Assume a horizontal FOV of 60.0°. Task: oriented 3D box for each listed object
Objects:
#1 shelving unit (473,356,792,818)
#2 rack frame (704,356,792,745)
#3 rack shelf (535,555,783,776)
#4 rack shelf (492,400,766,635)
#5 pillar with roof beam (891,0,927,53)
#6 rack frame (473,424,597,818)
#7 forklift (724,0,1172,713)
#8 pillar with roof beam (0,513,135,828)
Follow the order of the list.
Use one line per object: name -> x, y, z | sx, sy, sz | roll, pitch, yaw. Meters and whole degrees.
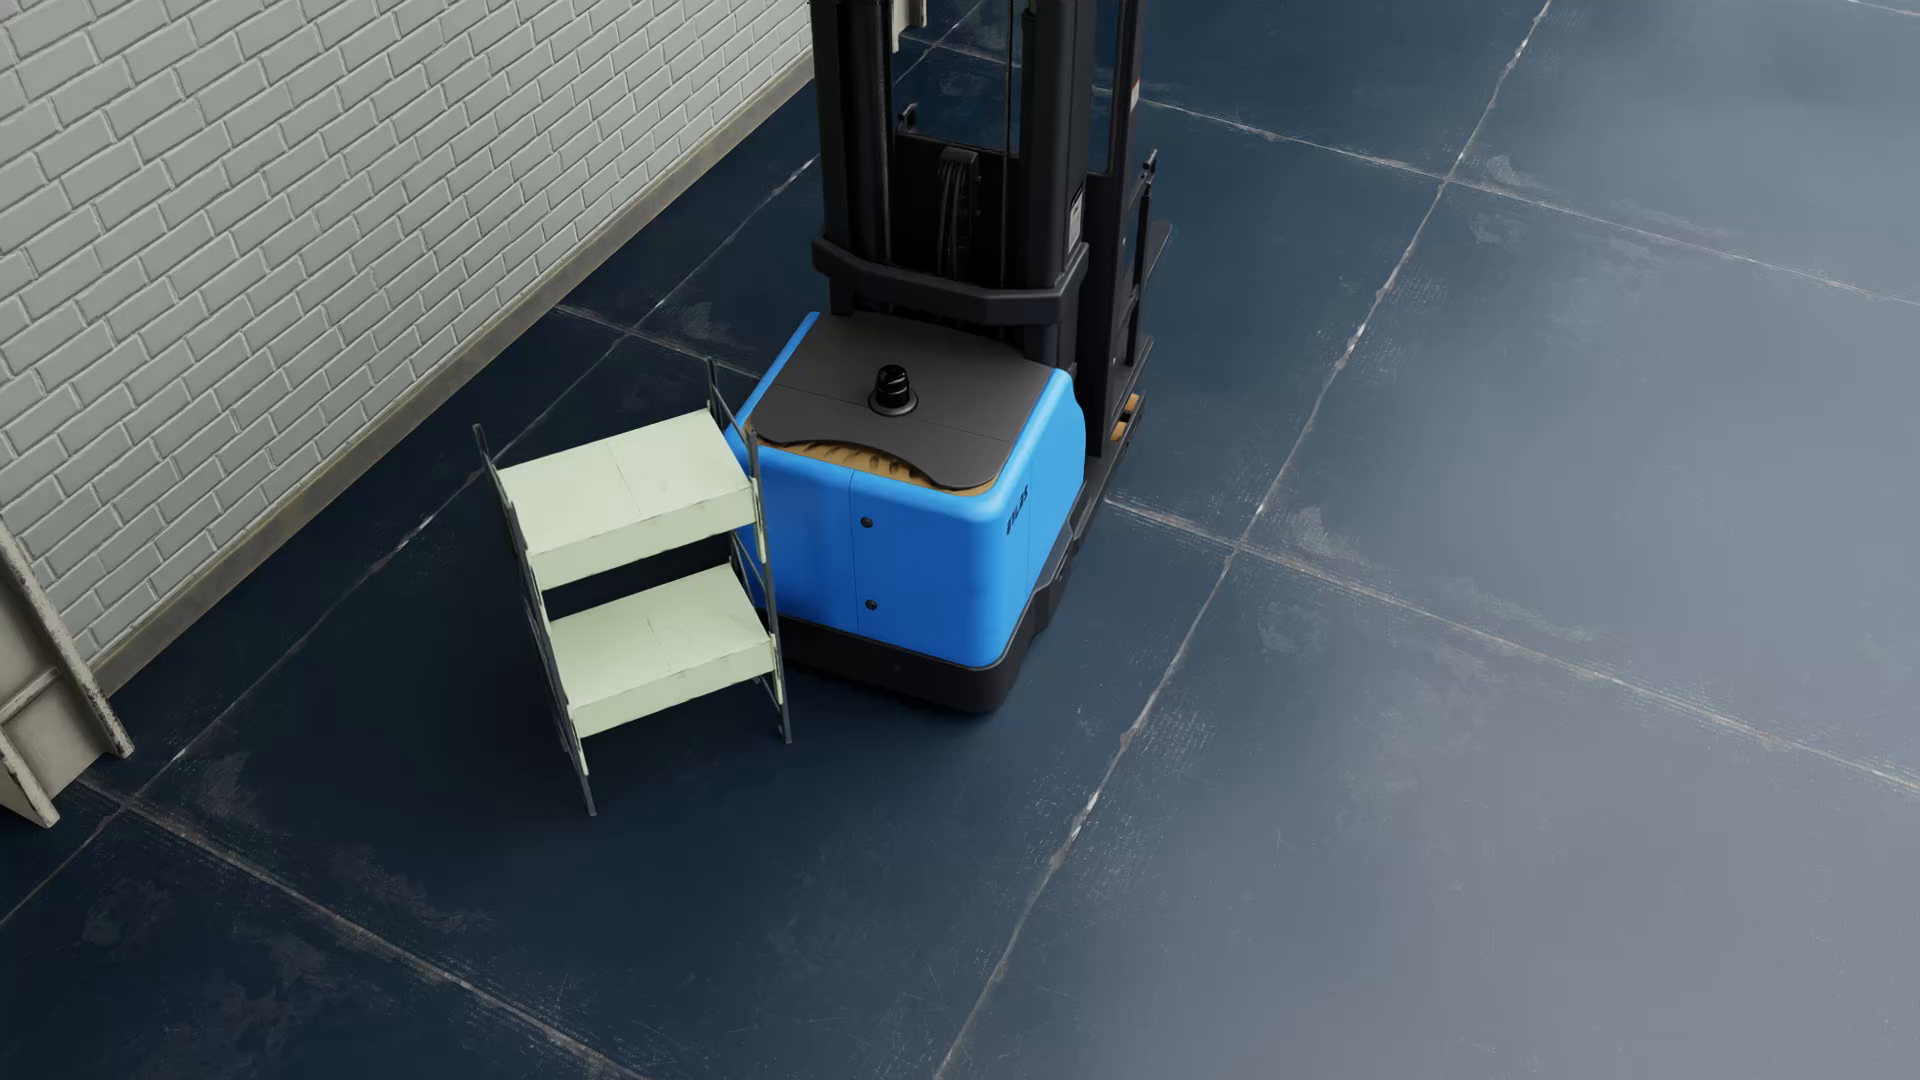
shelving unit -> -1.034, 0.196, 5.502 | 0.755, 1.500, 0.431 | -19, 48, -18
rack frame -> -0.705, 0.083, 5.614 | 0.023, 1.500, 0.400 | -19, 48, -18
rack shelf -> -1.034, 0.425, 5.734 | 0.720, 0.370, 0.431 | -19, 48, -18
rack shelf -> -1.034, -0.079, 5.225 | 0.720, 0.370, 0.431 | -19, 48, -18
pillar with roof beam -> 3.394, -4.696, 5.064 | 9.100, 9.000, 0.400 | 20, 49, 19
rack frame -> -1.364, 0.309, 5.390 | 0.023, 1.500, 0.400 | -19, 48, -18
forklift -> 0.164, -1.470, 6.142 | 1.130, 2.935, 3.031 | 15, 47, 14
pillar with roof beam -> 0.609, -0.916, 1.328 | 9.100, 9.000, 0.400 | 20, 49, 19
